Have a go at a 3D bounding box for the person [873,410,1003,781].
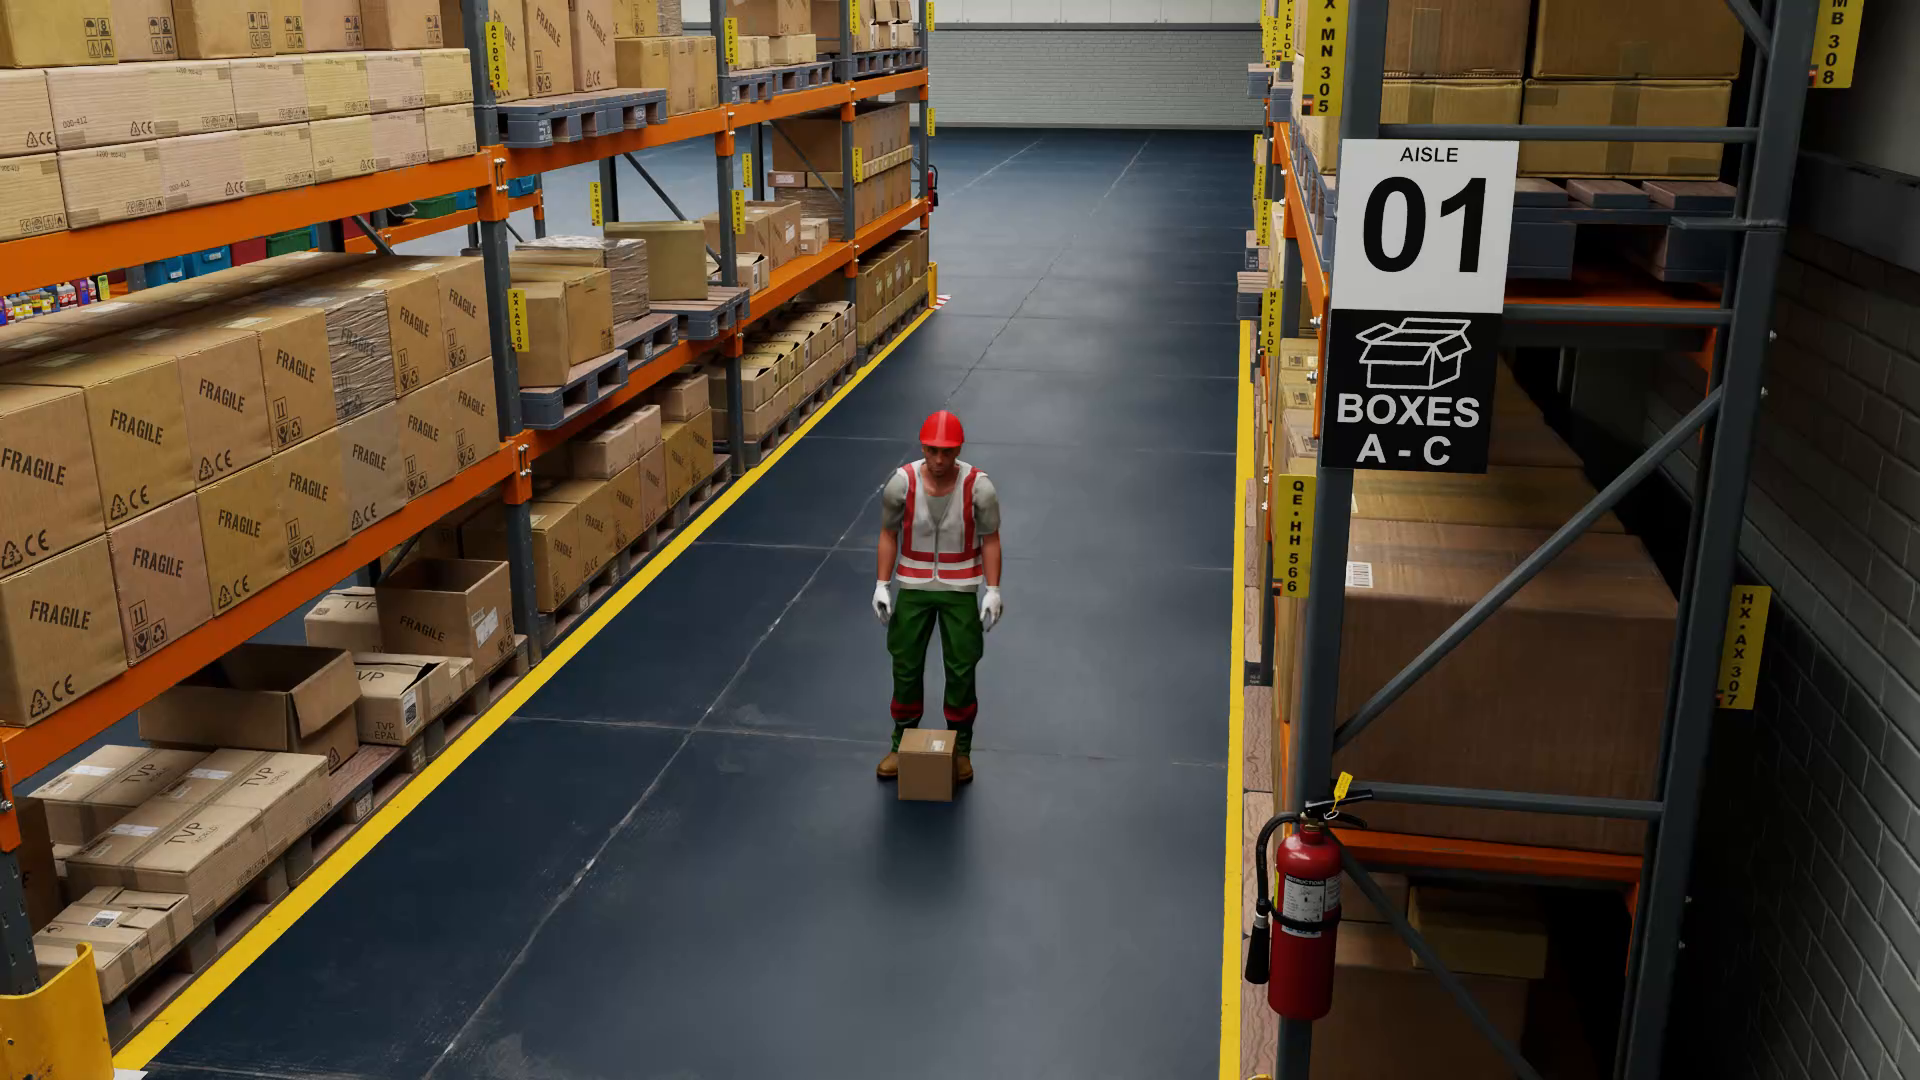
[{"bbox_3d":[-0.104,0.255,7.732,0.611,1.778,0.451,2,18,6],"label":"person"}]
